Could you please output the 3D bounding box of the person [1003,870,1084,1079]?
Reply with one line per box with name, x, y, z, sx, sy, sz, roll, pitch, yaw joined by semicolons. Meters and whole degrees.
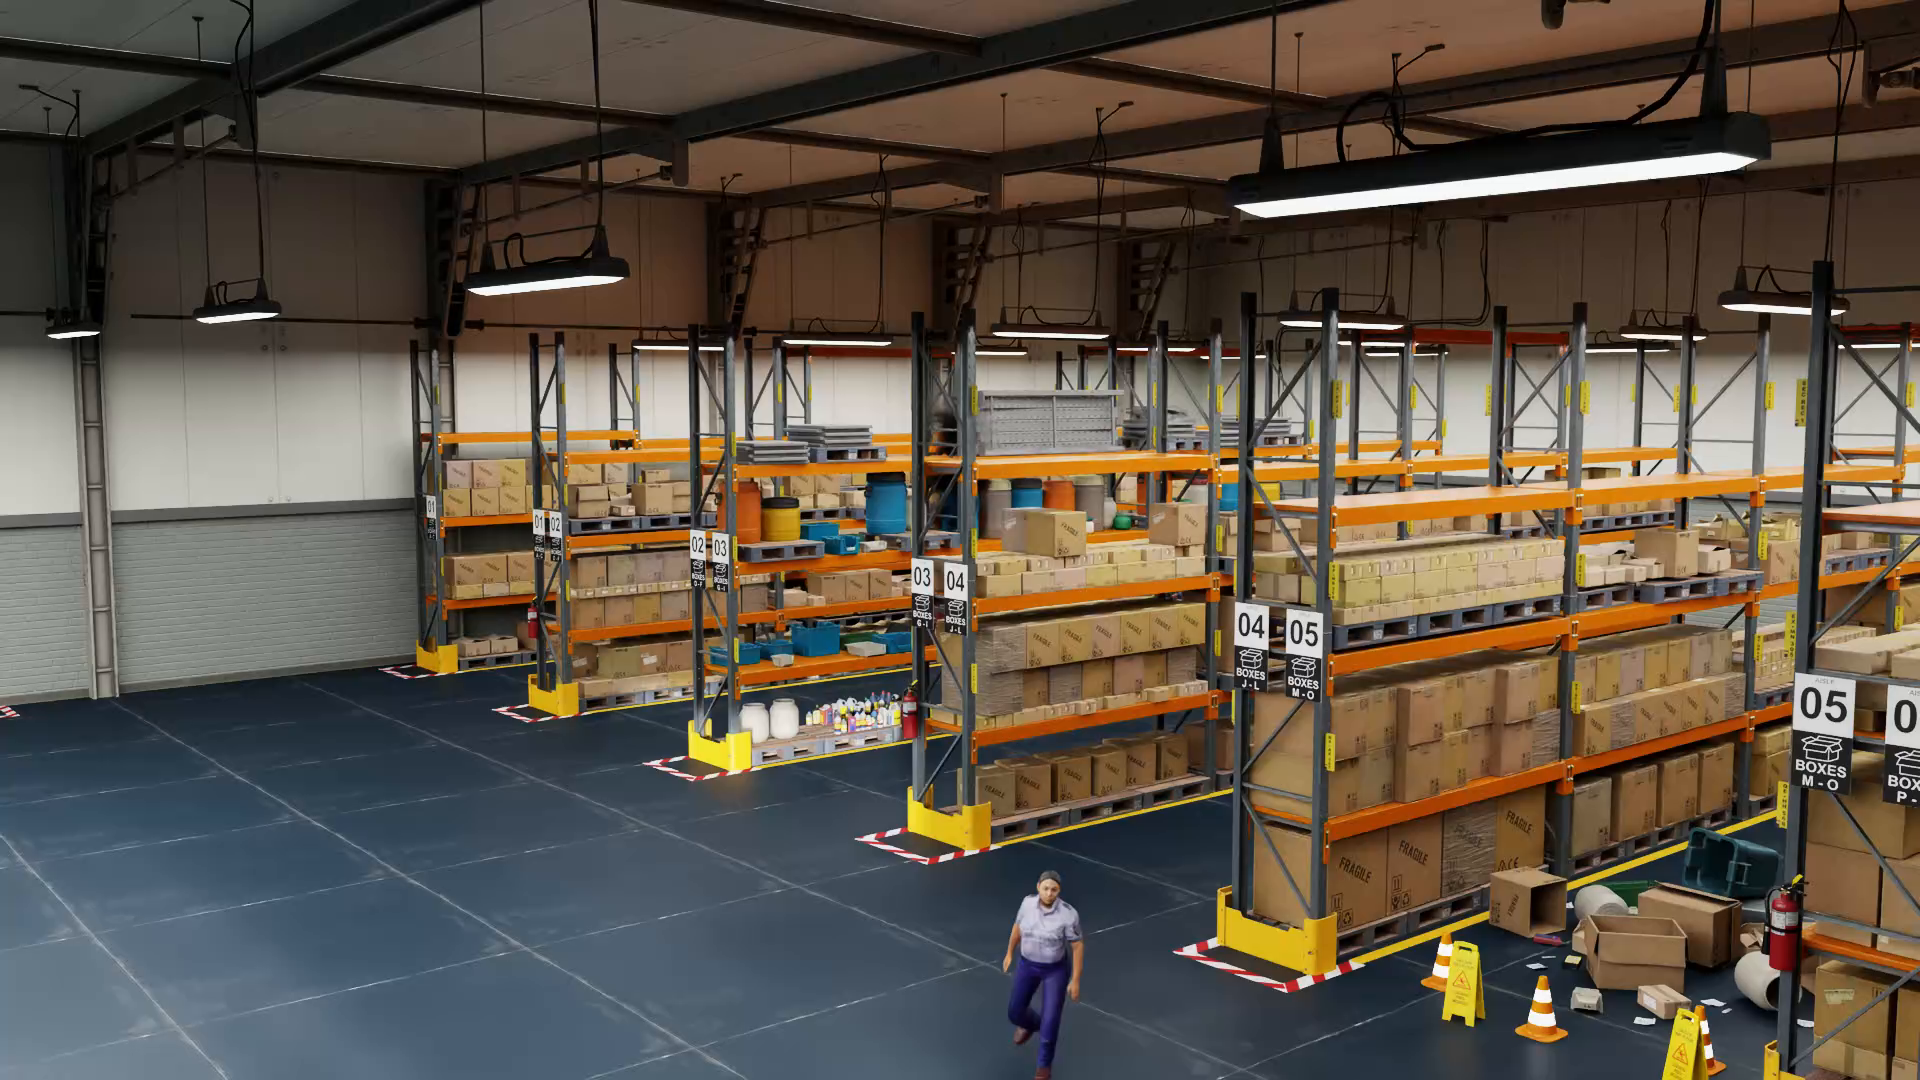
person;0.644;3.260;12.574;0.654;1.490;0.662;2;6;17
